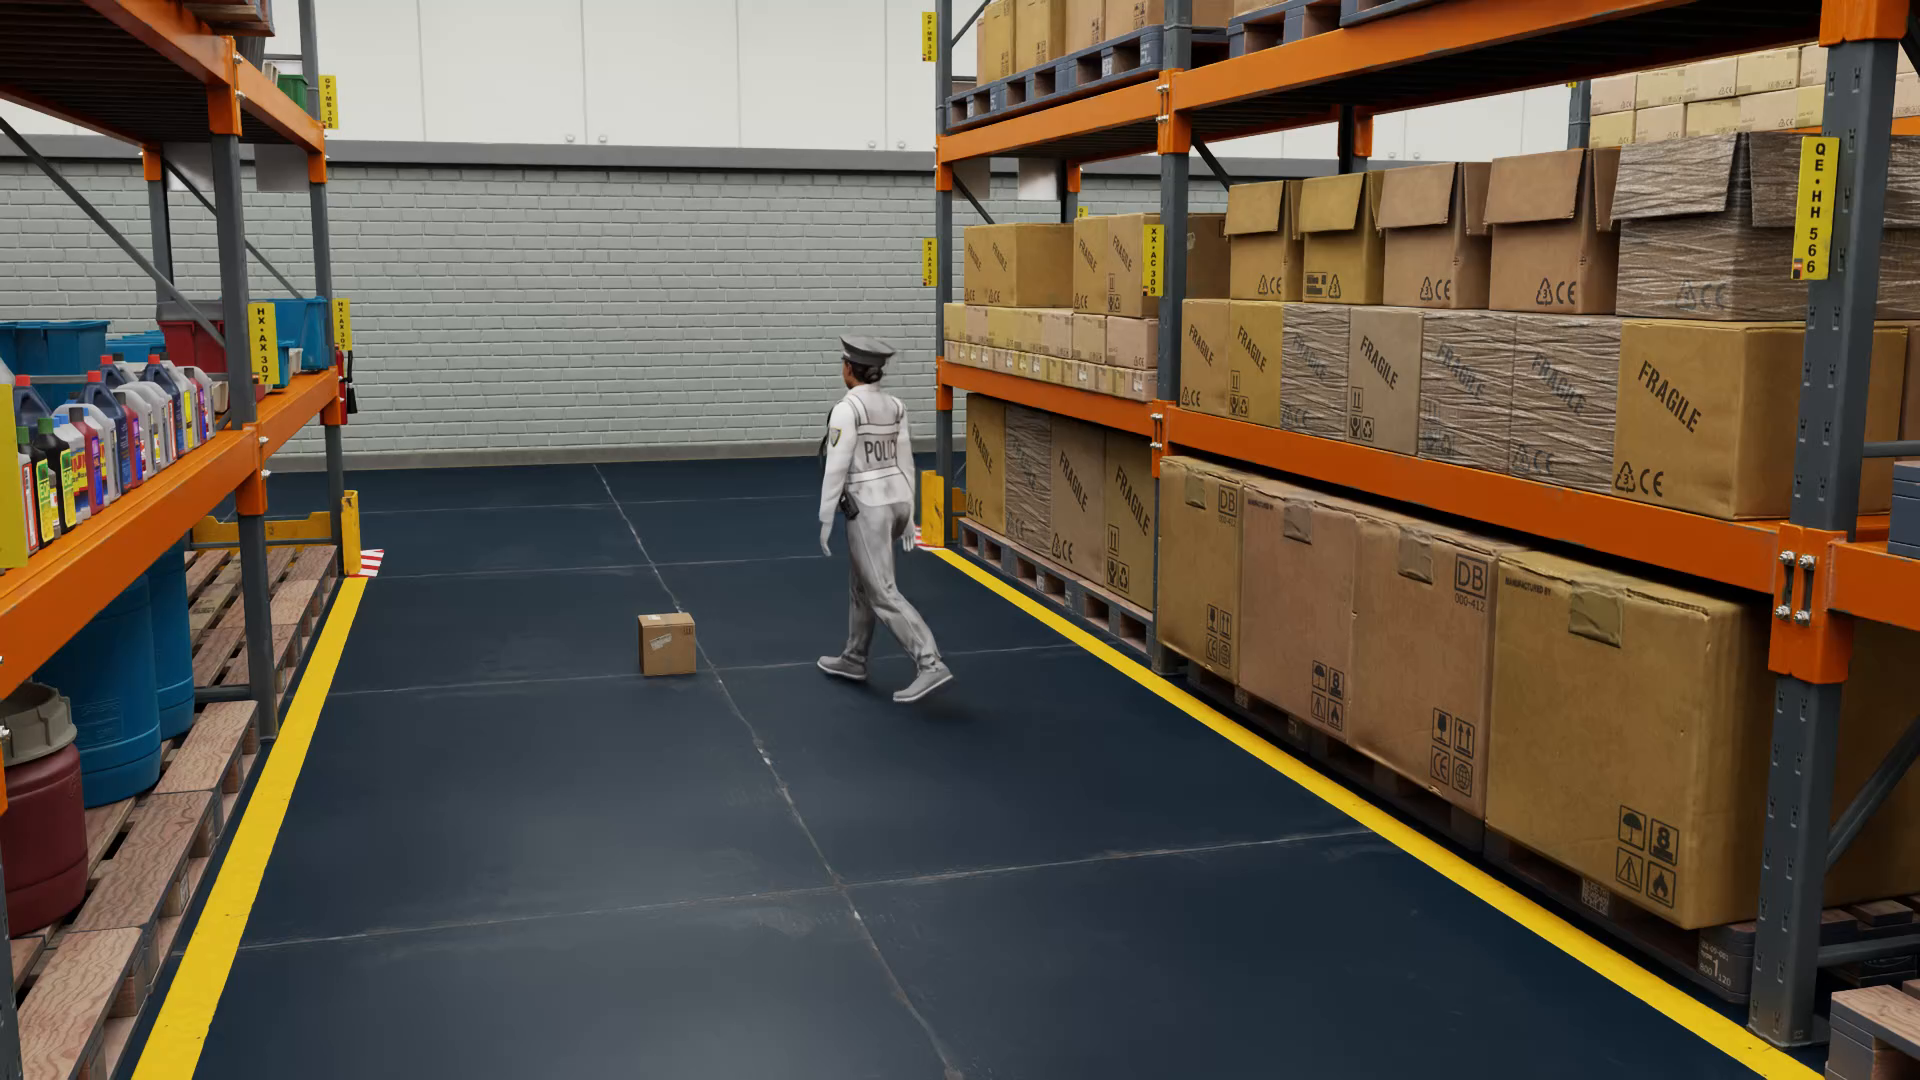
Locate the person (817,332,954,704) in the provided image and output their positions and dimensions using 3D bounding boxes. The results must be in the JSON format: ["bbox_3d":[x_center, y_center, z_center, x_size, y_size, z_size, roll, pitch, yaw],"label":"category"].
[{"bbox_3d":[-0.381,-0.105,7.493,0.943,1.639,0.581,5,11,30],"label":"person"}]
